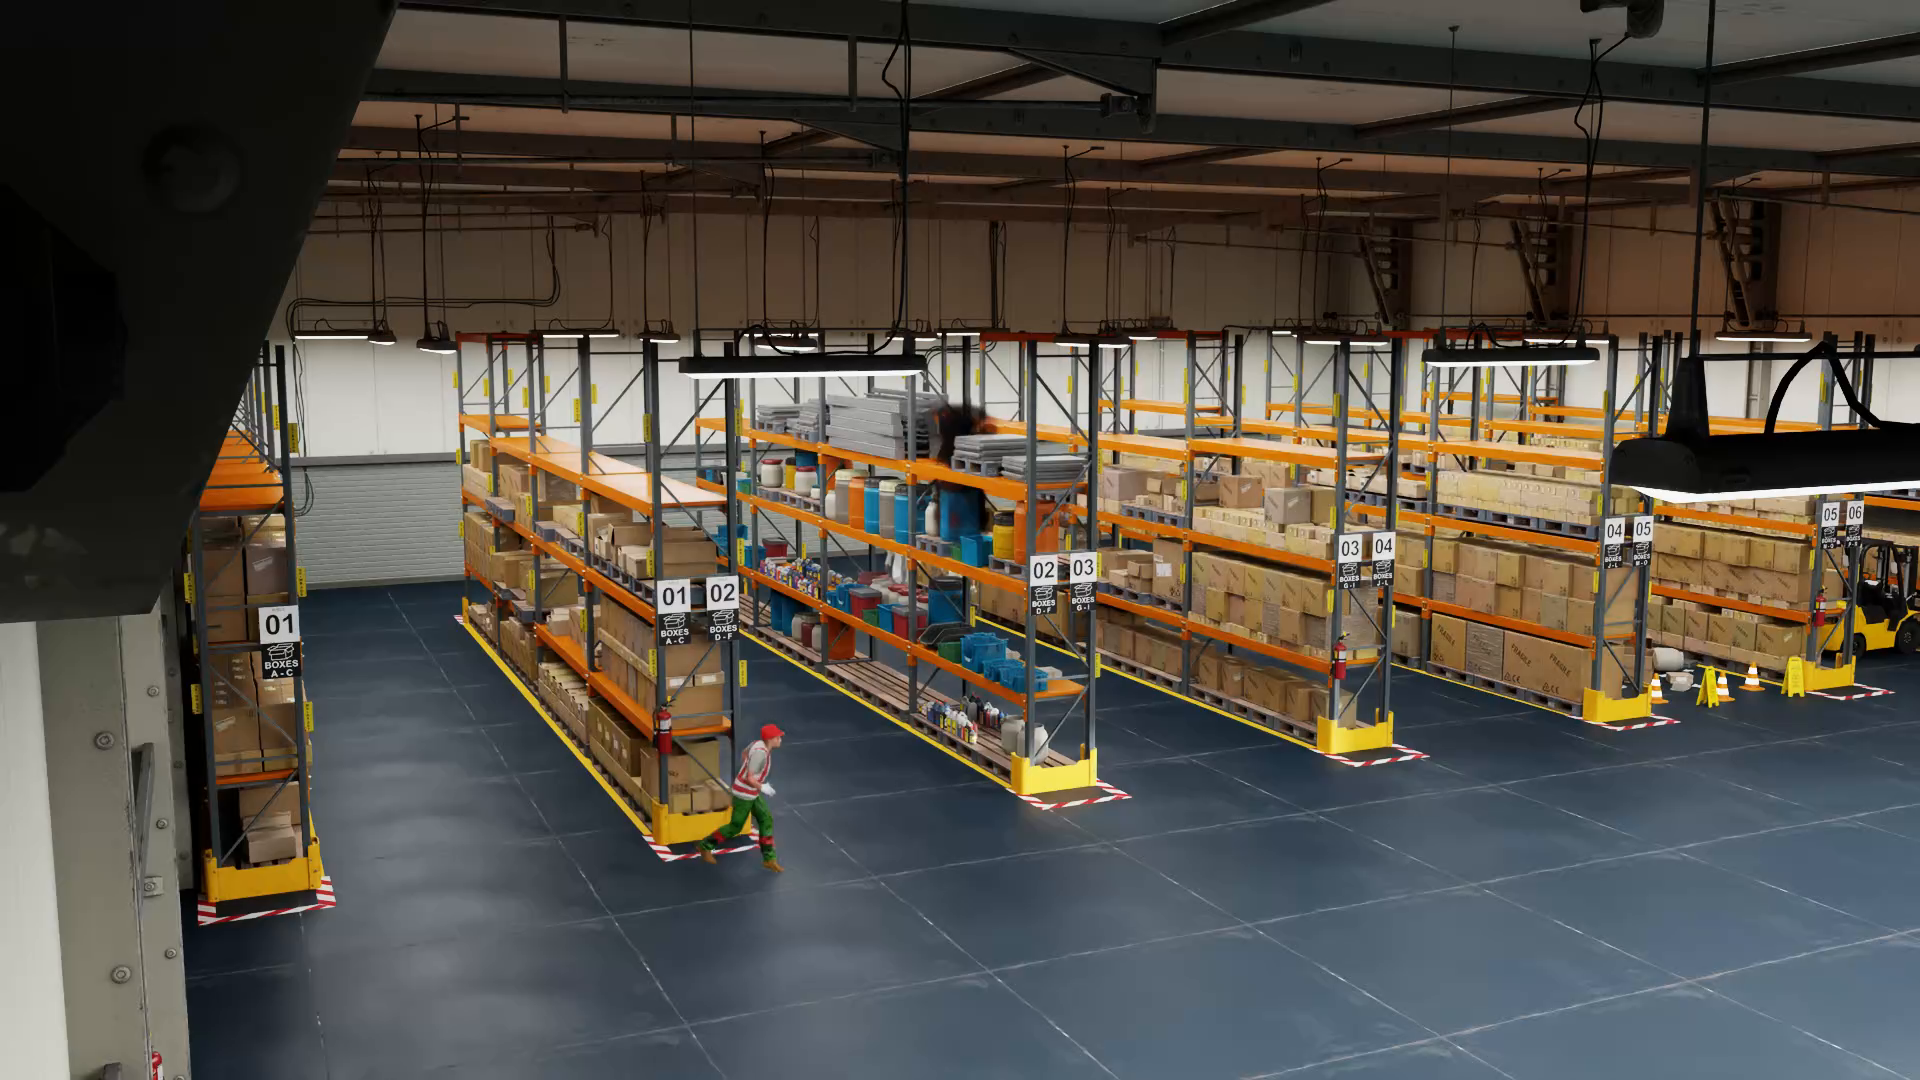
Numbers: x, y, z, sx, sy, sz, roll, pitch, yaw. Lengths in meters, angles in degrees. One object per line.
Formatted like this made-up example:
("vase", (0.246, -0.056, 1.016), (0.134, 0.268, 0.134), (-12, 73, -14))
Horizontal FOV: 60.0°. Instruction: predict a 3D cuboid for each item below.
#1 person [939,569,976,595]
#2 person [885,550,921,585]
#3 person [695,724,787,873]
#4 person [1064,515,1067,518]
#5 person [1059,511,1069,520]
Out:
("person", (-0.052, 1.024, 32.961), (0.678, 1.728, 0.801), (-3, 8, -19))
("person", (-1.198, 0.709, 35.700), (0.685, 1.620, 0.846), (-2, 8, -15))
("person", (-2.507, 2.955, 18.978), (1.044, 1.736, 0.689), (0, 8, -2))
("person", (2.542, -0.161, 42.527), (0.561, 1.575, 0.641), (3, 8, 21))
("person", (2.543, 0.020, 41.086), (0.635, 1.596, 0.612), (6, 9, 36))
